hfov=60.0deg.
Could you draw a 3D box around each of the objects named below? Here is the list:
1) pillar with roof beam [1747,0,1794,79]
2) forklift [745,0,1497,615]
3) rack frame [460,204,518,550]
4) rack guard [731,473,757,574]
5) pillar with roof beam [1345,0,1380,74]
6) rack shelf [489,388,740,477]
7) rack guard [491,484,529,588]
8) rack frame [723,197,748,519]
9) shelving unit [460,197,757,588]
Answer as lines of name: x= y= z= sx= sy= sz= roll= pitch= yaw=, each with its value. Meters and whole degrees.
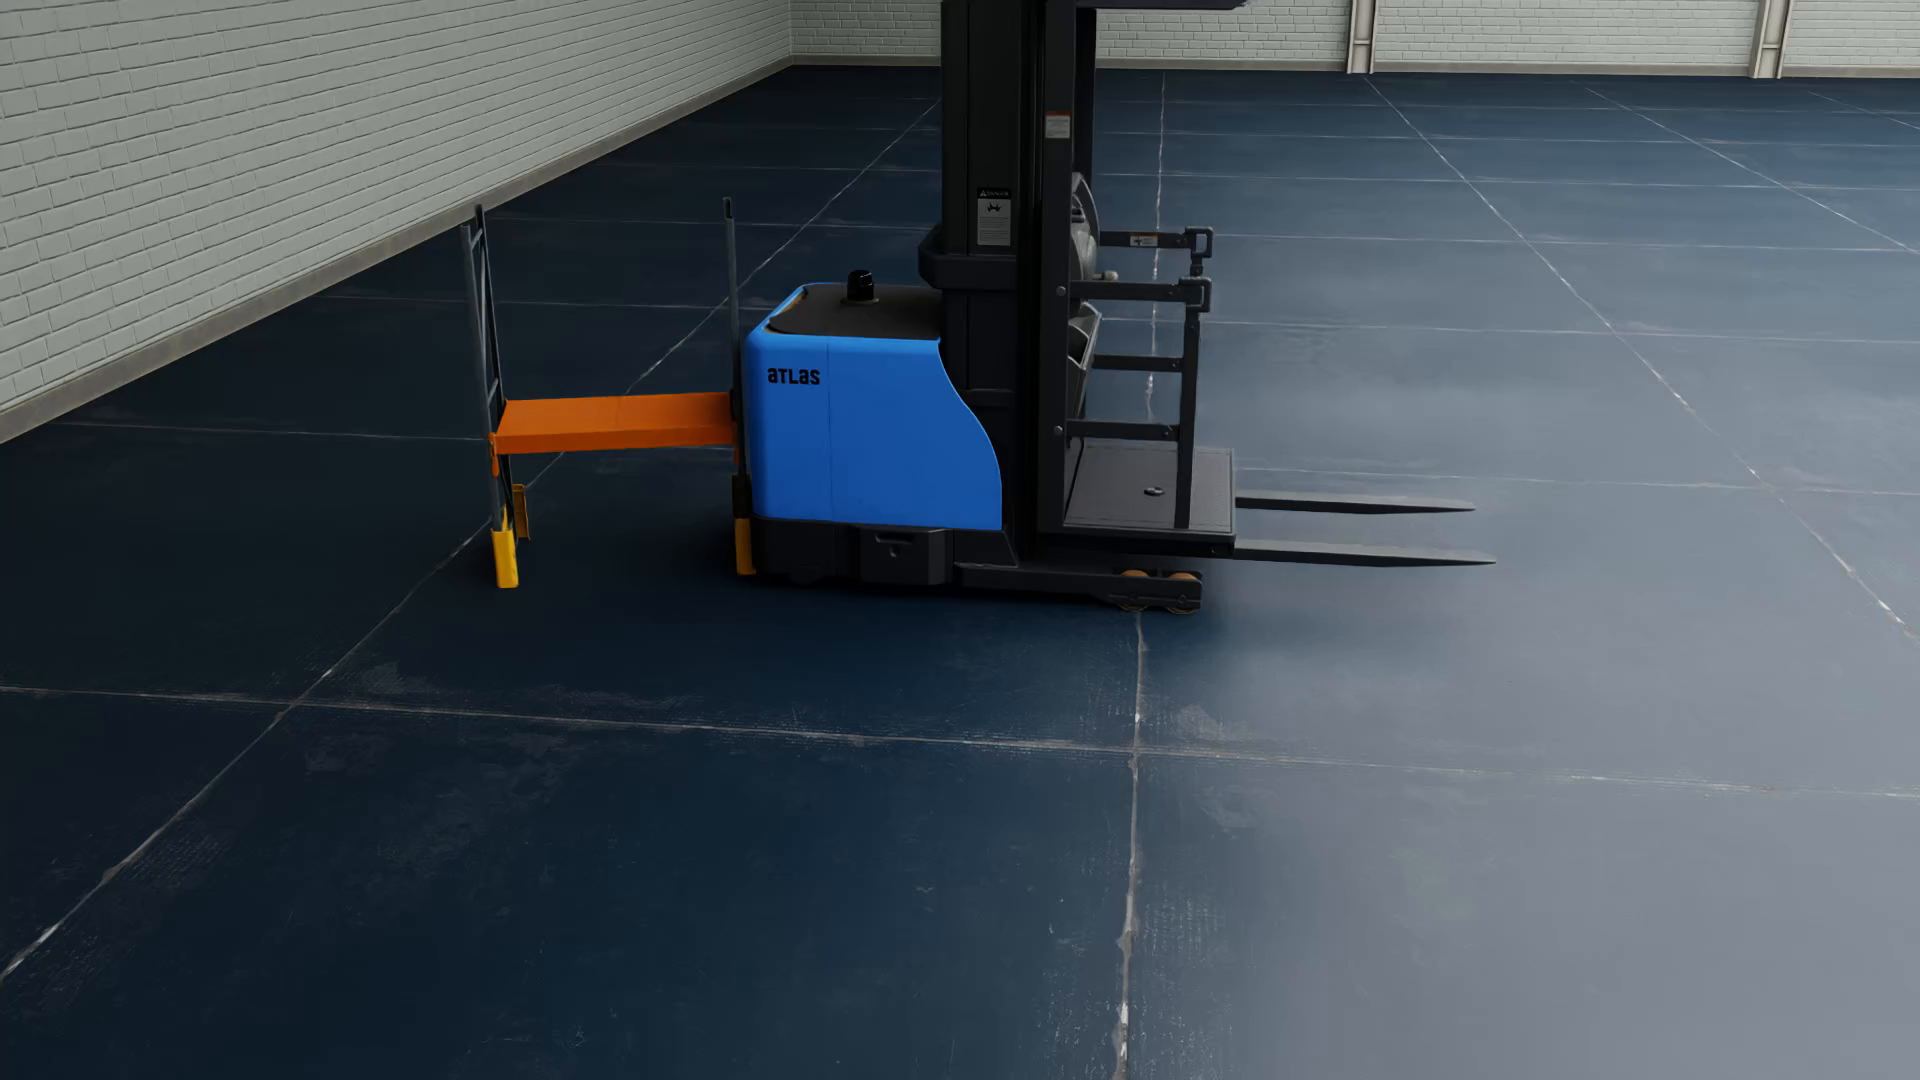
pillar with roof beam: x=11.638 y=-9.607 z=19.499 sx=0.400 sy=9.000 sz=9.100 roll=2 pitch=22 yaw=6
forklift: x=0.689 y=-1.272 z=6.670 sx=3.031 sy=2.935 sz=1.130 roll=3 pitch=22 yaw=8
rack frame: x=-1.953 y=-0.604 z=6.927 sx=0.032 sy=1.500 sz=0.500 roll=-3 pitch=22 yaw=-8
rack guard: x=-0.949 y=-0.078 z=7.297 sx=0.087 sy=0.250 sz=0.587 roll=-3 pitch=22 yaw=-8
pillar with roof beam: x=5.680 y=-9.866 z=20.156 sx=0.400 sy=9.000 sz=9.100 roll=2 pitch=22 yaw=6
rack shelf: x=-1.450 y=-0.464 z=7.063 sx=1.000 sy=0.185 sz=0.538 roll=-3 pitch=22 yaw=-8
rack guard: x=-1.934 y=-0.024 z=7.159 sx=0.087 sy=0.250 sz=0.587 roll=-3 pitch=22 yaw=-8
rack frame: x=-0.947 y=-0.659 z=7.067 sx=0.032 sy=1.500 sz=0.500 roll=-3 pitch=22 yaw=-8
shelving unit: x=-1.441 y=-0.632 z=6.998 sx=1.083 sy=1.500 sz=0.587 roll=-3 pitch=22 yaw=-8
